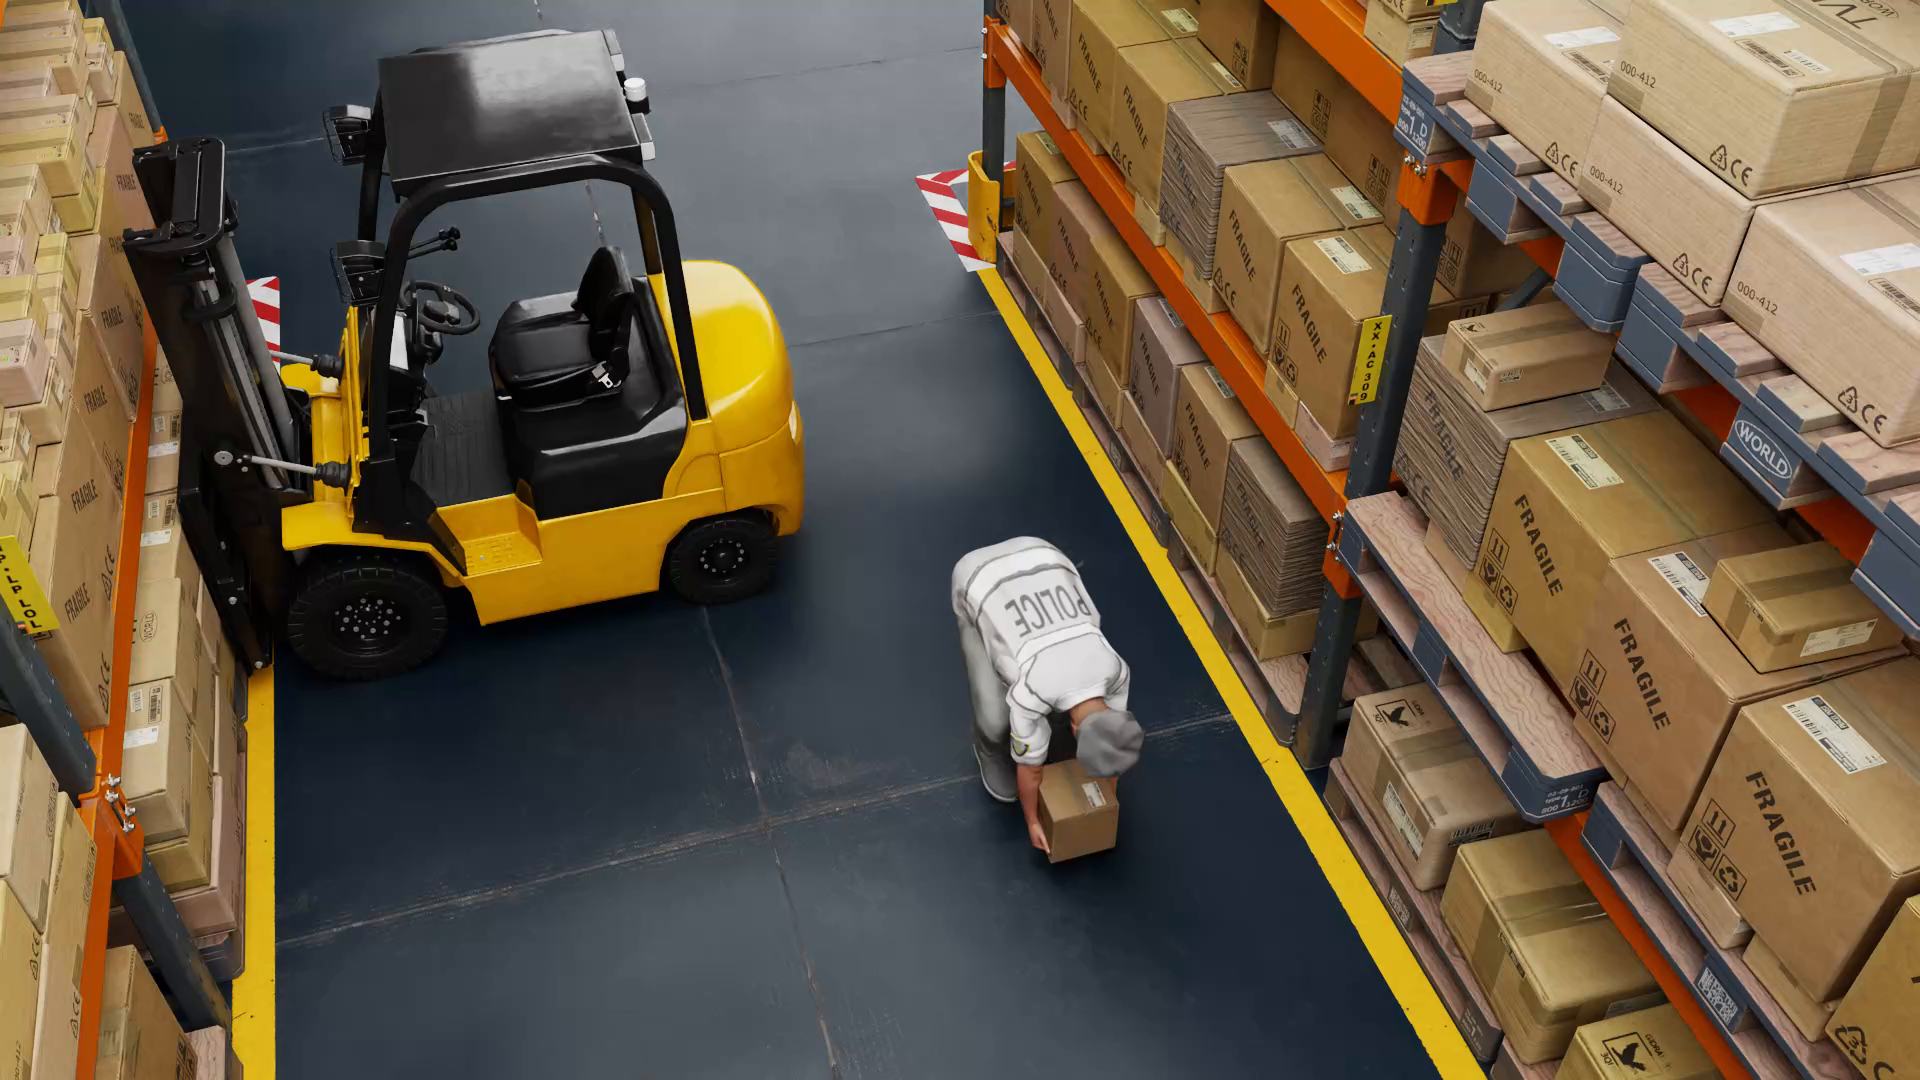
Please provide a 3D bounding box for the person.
[{"bbox_3d":[0.325,0.592,6.044,0.522,1.020,1.030,-17,45,-18],"label":"person"}]
